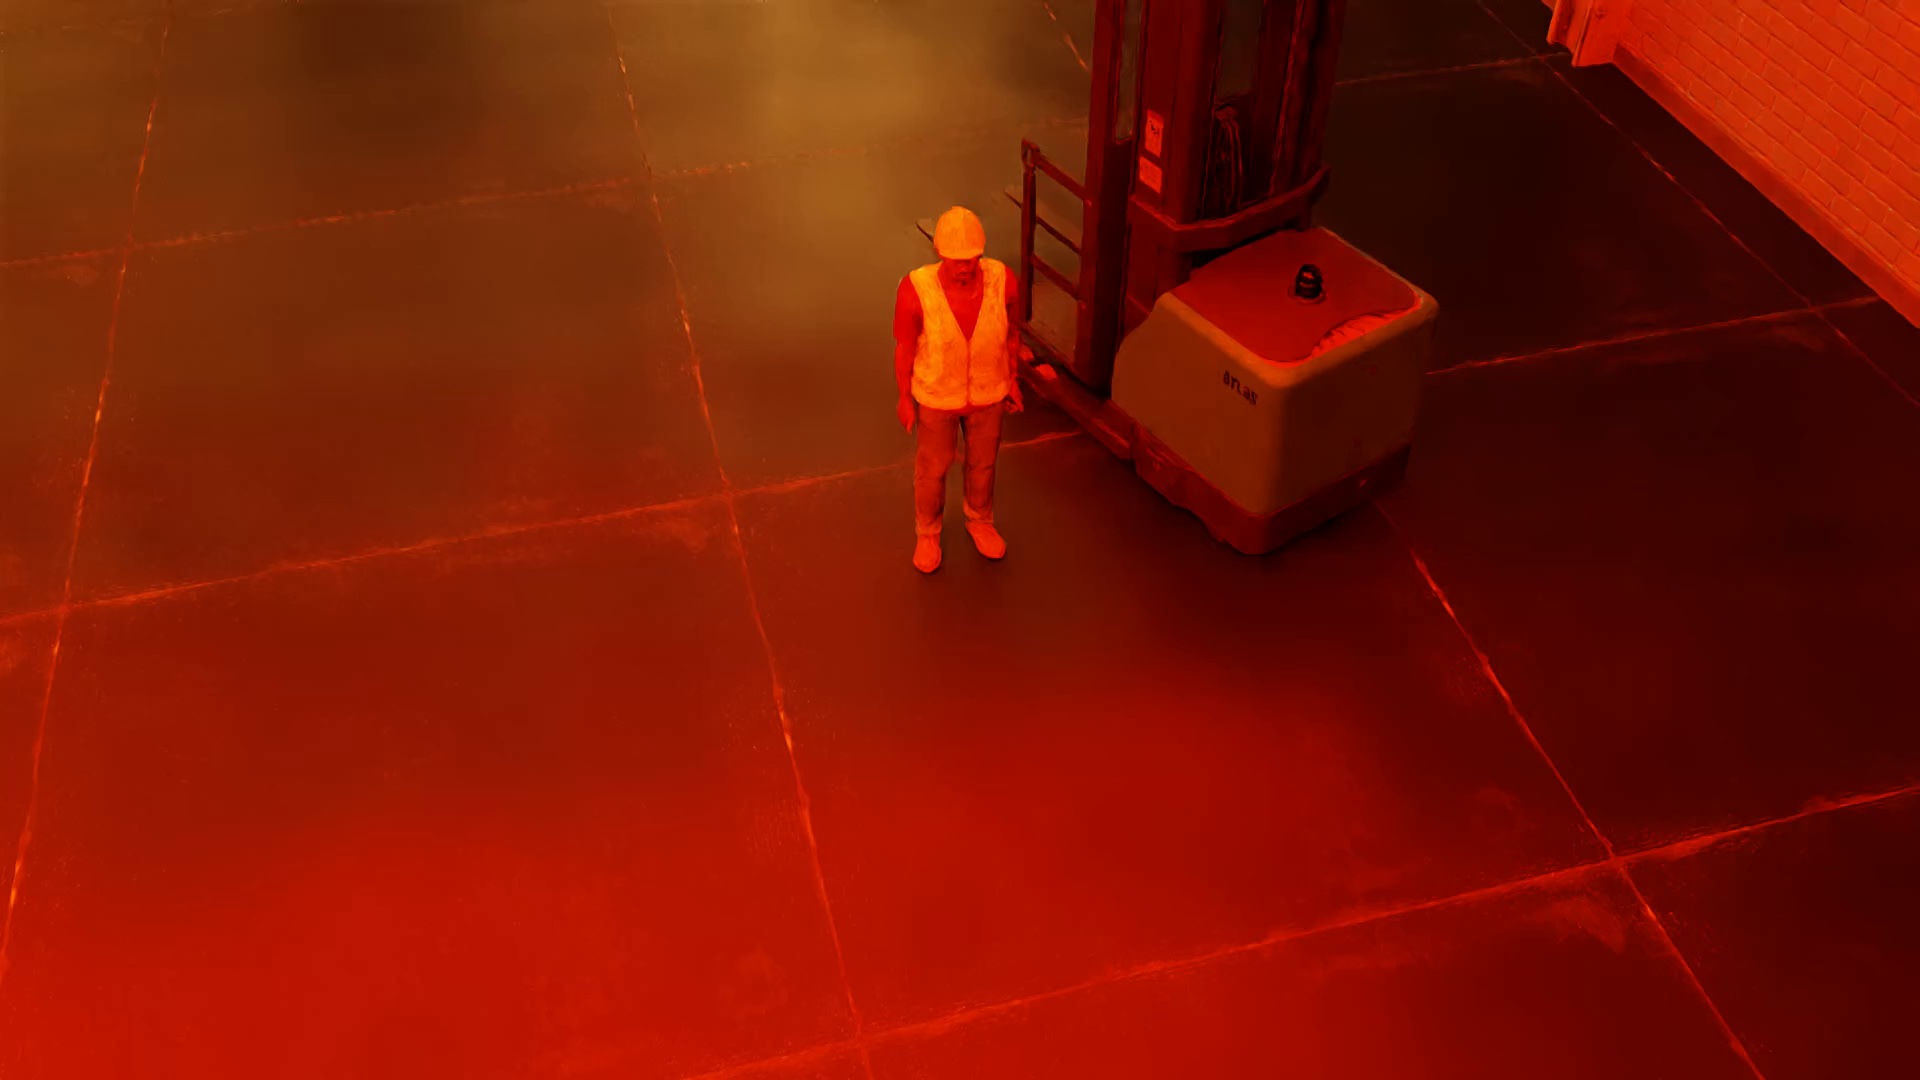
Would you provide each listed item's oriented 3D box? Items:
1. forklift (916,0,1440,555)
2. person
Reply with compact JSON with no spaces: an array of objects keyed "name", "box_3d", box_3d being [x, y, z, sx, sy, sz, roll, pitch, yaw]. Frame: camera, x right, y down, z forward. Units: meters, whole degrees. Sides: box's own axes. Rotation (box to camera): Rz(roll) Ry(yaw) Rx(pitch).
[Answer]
[{"name":"forklift","box_3d":[0.889,-1.975,7.735,1.130,2.935,3.031,-26,49,-25]},{"name":"person","box_3d":[0.004,-0.634,7.163,0.559,1.771,0.367,-10,44,-11]}]
